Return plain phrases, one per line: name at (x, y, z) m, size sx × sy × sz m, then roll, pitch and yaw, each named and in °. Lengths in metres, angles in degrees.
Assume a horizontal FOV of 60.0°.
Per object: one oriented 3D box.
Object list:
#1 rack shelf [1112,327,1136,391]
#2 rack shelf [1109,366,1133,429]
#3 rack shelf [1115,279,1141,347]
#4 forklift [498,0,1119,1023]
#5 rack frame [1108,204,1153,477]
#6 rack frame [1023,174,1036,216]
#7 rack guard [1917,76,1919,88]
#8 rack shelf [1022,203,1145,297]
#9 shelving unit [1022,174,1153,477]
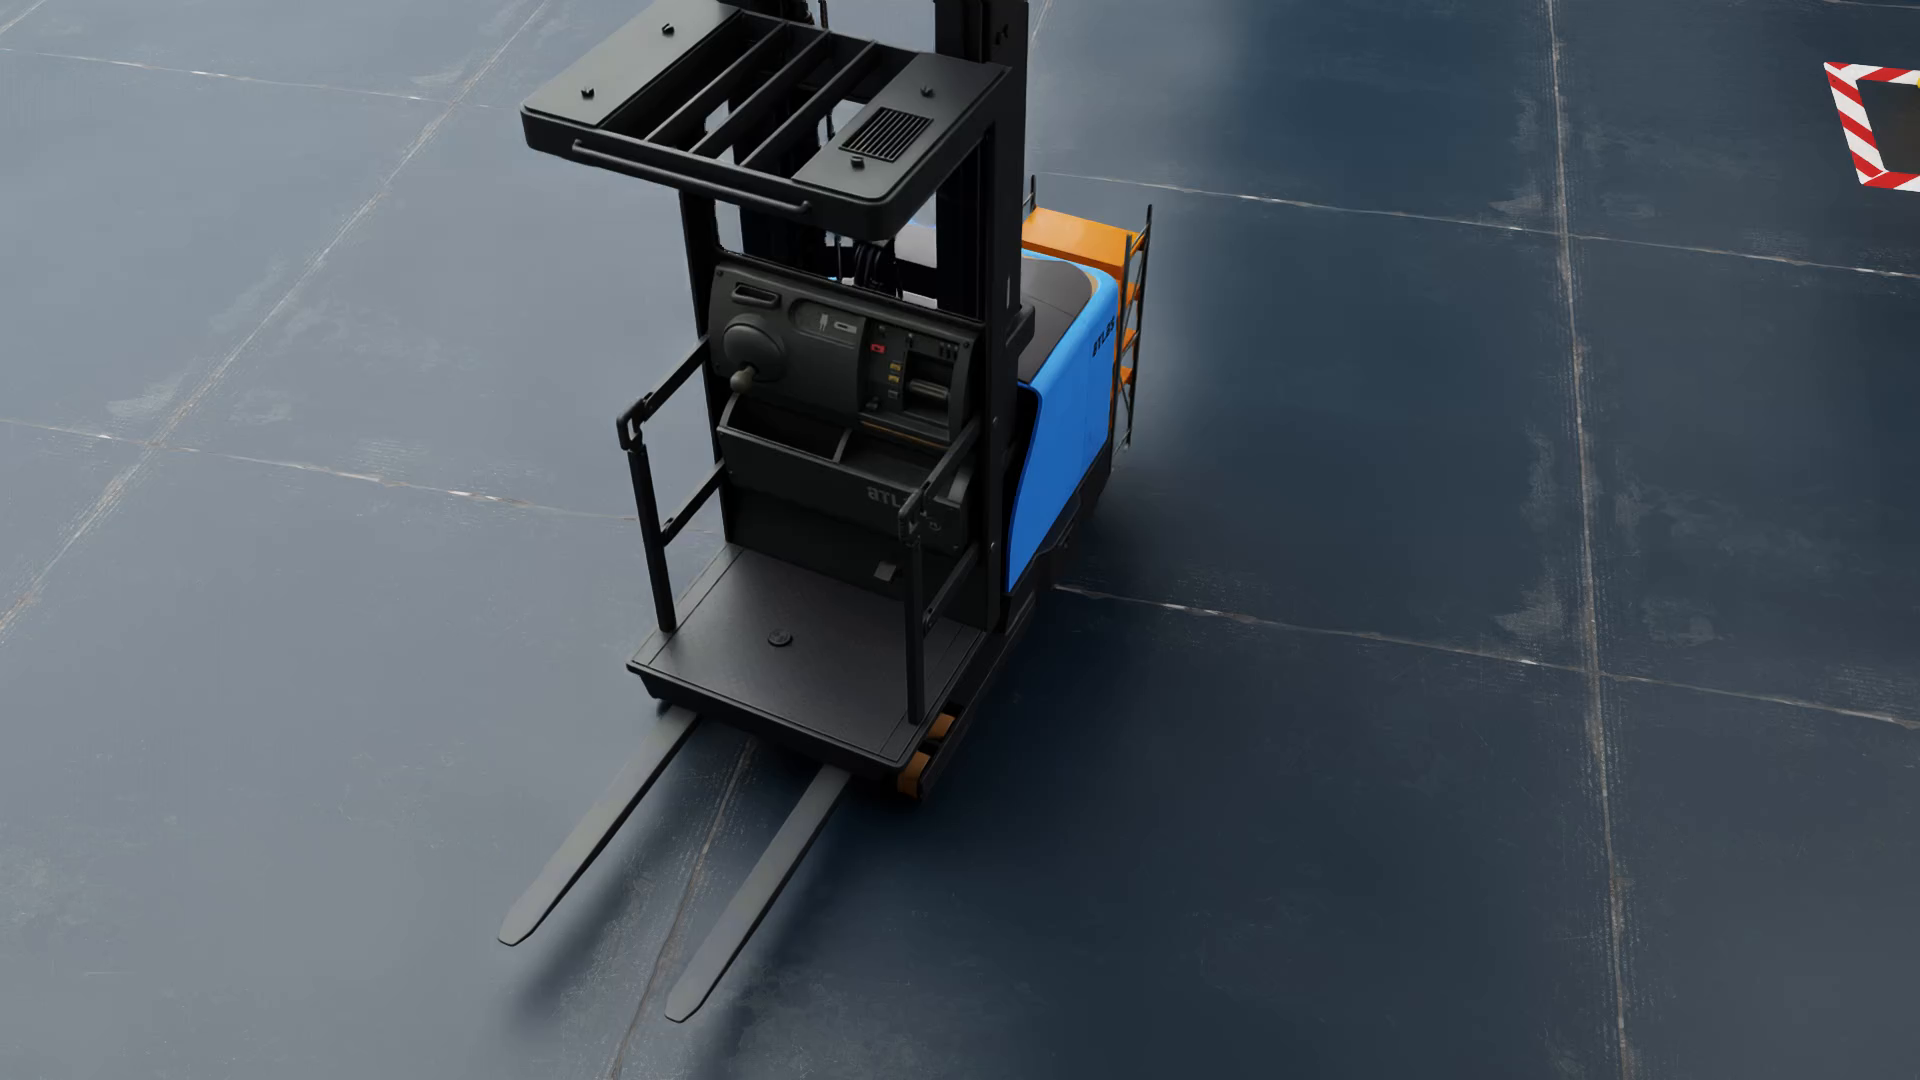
rack shelf at (0.459, -0.802, 6.814) m, size 0.480 × 0.148 × 0.258 m, roll 19°, pitch 47°, yaw 18°
rack shelf at (0.459, -0.658, 6.951) m, size 0.480 × 0.148 × 0.258 m, roll 19°, pitch 47°, yaw 18°
rack shelf at (0.459, -0.963, 6.659) m, size 0.480 × 0.148 × 0.258 m, roll 19°, pitch 47°, yaw 18°
forklift at (-0.478, -0.507, 5.163) m, size 1.130 × 2.935 × 3.031 m, roll 18°, pitch 47°, yaw 18°
rack frame at (0.679, -0.776, 6.691) m, size 0.015 × 1.200 × 0.240 m, roll 19°, pitch 47°, yaw 18°
rack frame at (0.240, -0.924, 6.844) m, size 0.015 × 1.200 × 0.240 m, roll 19°, pitch 47°, yaw 18°
rack guard at (5.492, -2.399, 8.881) m, size 0.348 × 0.500 × 1.175 m, roll 9°, pitch 45°, yaw 9°
rack shelf at (0.460, -1.134, 6.496) m, size 0.480 × 0.148 × 0.258 m, roll 19°, pitch 47°, yaw 18°
shelving unit at (0.459, -0.850, 6.768) m, size 0.503 × 1.200 × 0.258 m, roll 19°, pitch 47°, yaw 18°
